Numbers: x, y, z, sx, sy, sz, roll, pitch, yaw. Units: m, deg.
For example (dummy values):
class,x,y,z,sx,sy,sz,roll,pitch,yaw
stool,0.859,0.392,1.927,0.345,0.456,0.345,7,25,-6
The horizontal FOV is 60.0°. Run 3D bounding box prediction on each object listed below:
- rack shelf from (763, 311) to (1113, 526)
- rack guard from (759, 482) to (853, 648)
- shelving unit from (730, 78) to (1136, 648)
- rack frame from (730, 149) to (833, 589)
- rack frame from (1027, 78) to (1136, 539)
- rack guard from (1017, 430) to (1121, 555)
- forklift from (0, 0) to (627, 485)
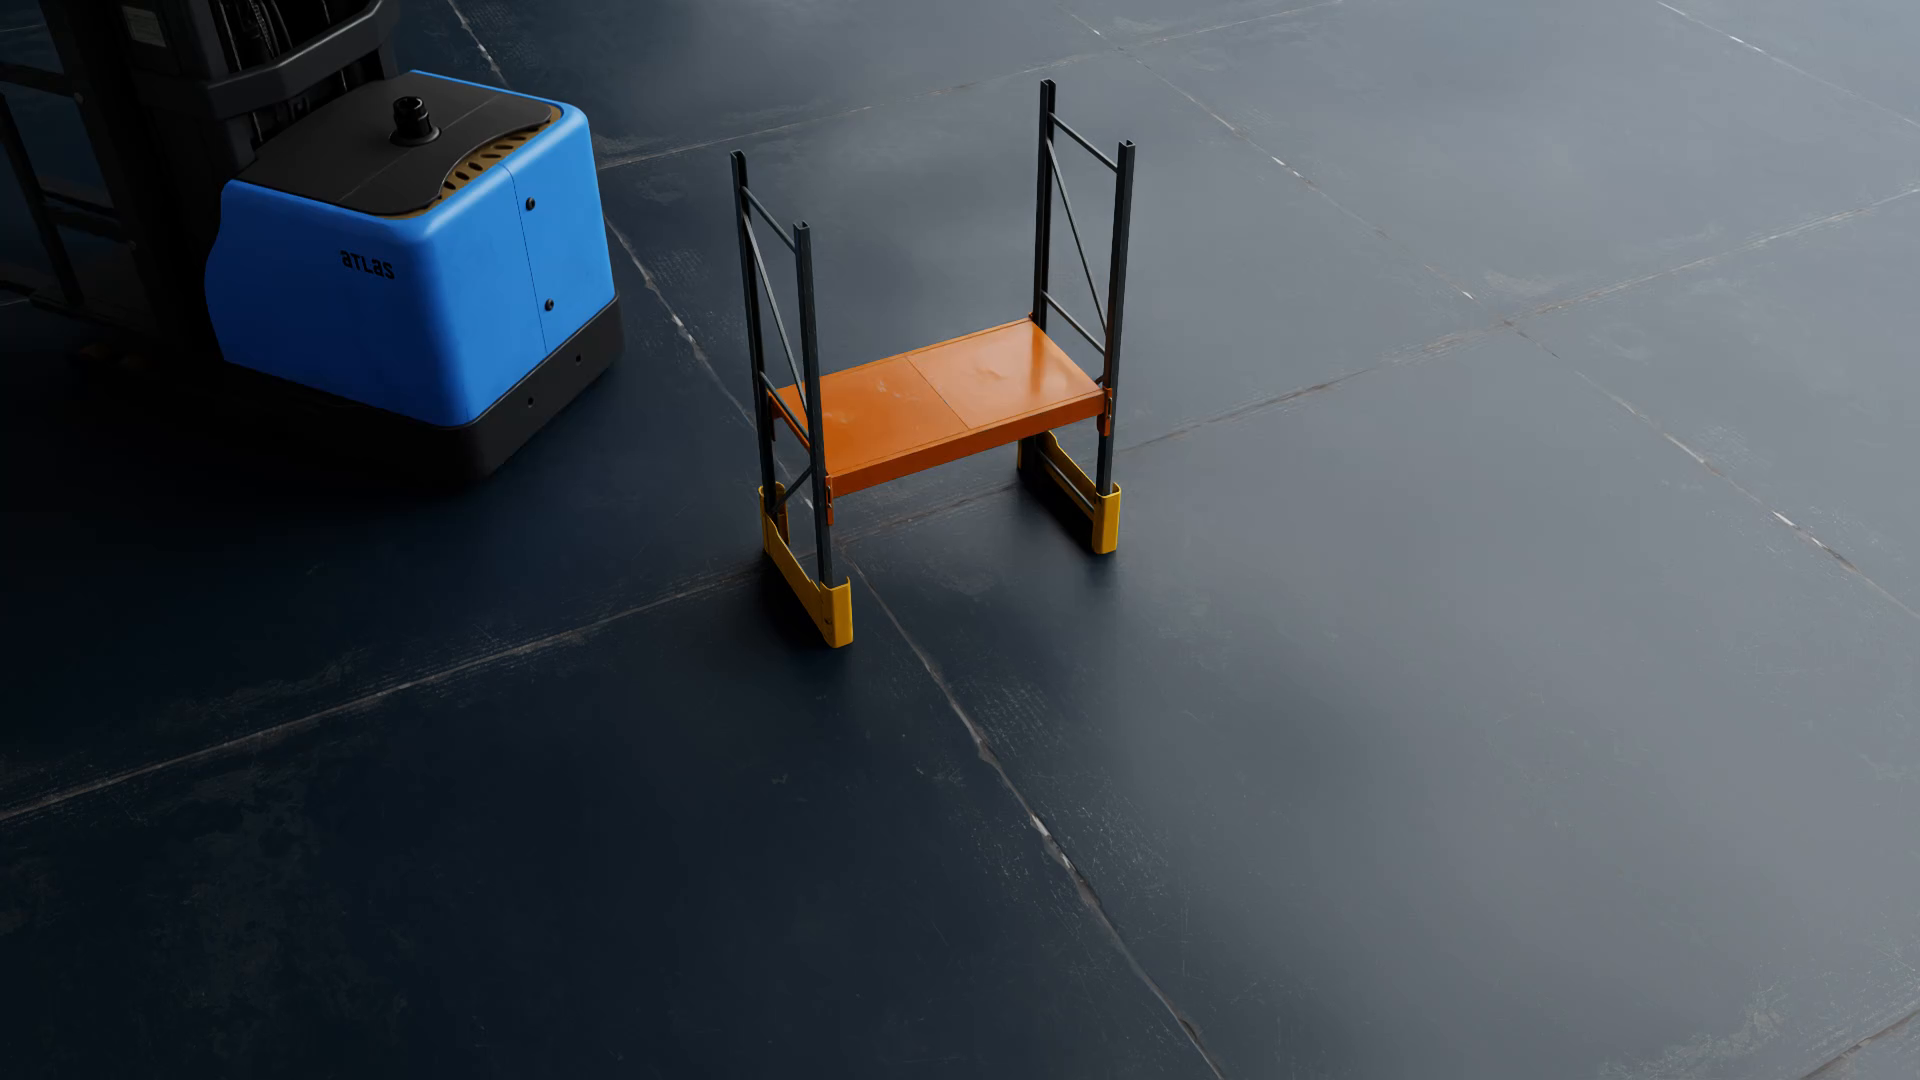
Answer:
class,x,y,z,sx,sy,sz,roll,pitch,yaw
rack shelf,-0.076,-0.410,5.352,1.000,0.185,0.538,-19,44,-21
rack guard,-0.509,0.076,5.467,0.087,0.250,0.587,-19,44,-21
shelving unit,-0.068,-0.550,5.239,1.083,1.500,0.587,-19,44,-21
rack frame,-0.527,-0.395,5.056,0.032,1.500,0.500,-19,44,-21
rack frame,0.375,-0.699,5.415,0.032,1.500,0.500,-19,44,-21
rack guard,0.374,-0.221,5.818,0.087,0.250,0.587,-19,44,-21
forklift,-2.870,-1.954,5.789,3.031,2.935,1.130,16,43,19
